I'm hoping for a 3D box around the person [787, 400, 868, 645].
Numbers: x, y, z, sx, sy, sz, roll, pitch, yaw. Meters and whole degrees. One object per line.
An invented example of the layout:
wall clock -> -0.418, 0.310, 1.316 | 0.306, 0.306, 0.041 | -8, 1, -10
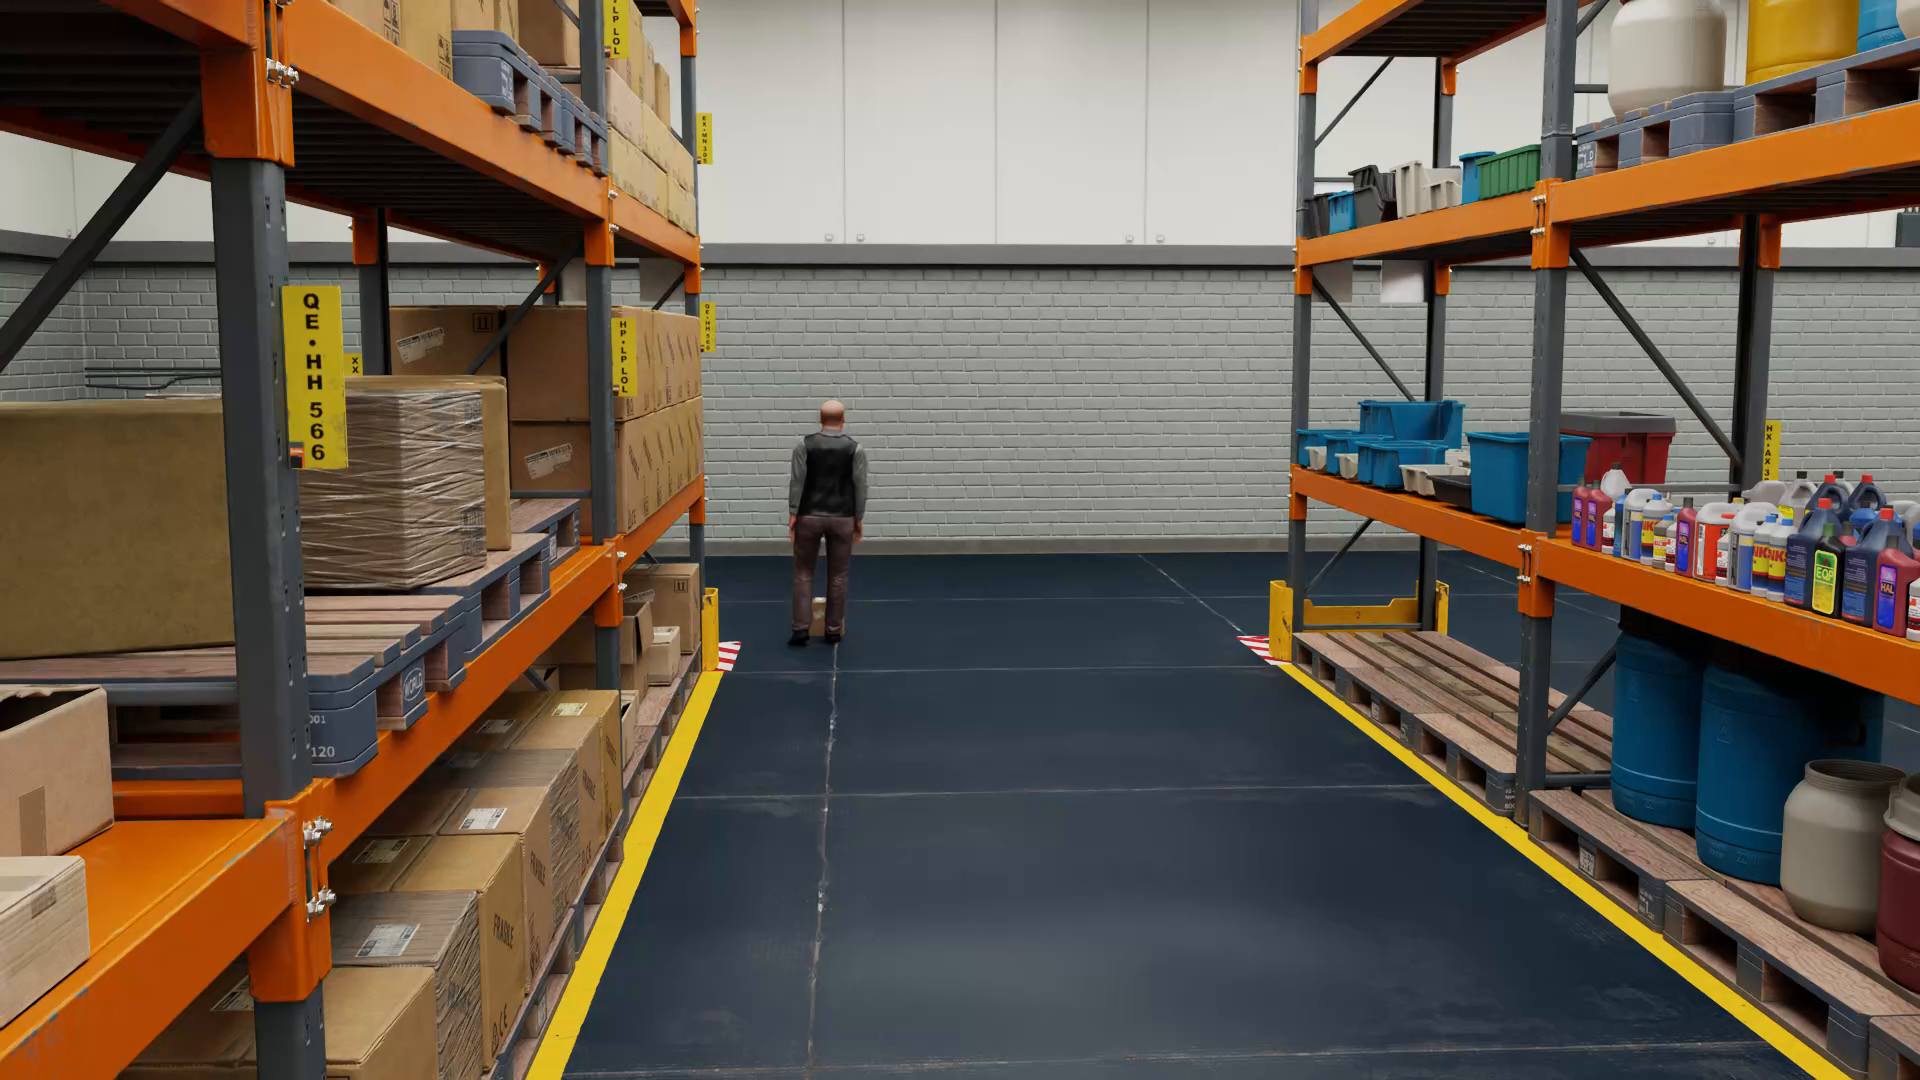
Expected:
person -> -0.947, -0.093, 11.806 | 0.585, 1.798, 0.477 | -1, 7, -5
